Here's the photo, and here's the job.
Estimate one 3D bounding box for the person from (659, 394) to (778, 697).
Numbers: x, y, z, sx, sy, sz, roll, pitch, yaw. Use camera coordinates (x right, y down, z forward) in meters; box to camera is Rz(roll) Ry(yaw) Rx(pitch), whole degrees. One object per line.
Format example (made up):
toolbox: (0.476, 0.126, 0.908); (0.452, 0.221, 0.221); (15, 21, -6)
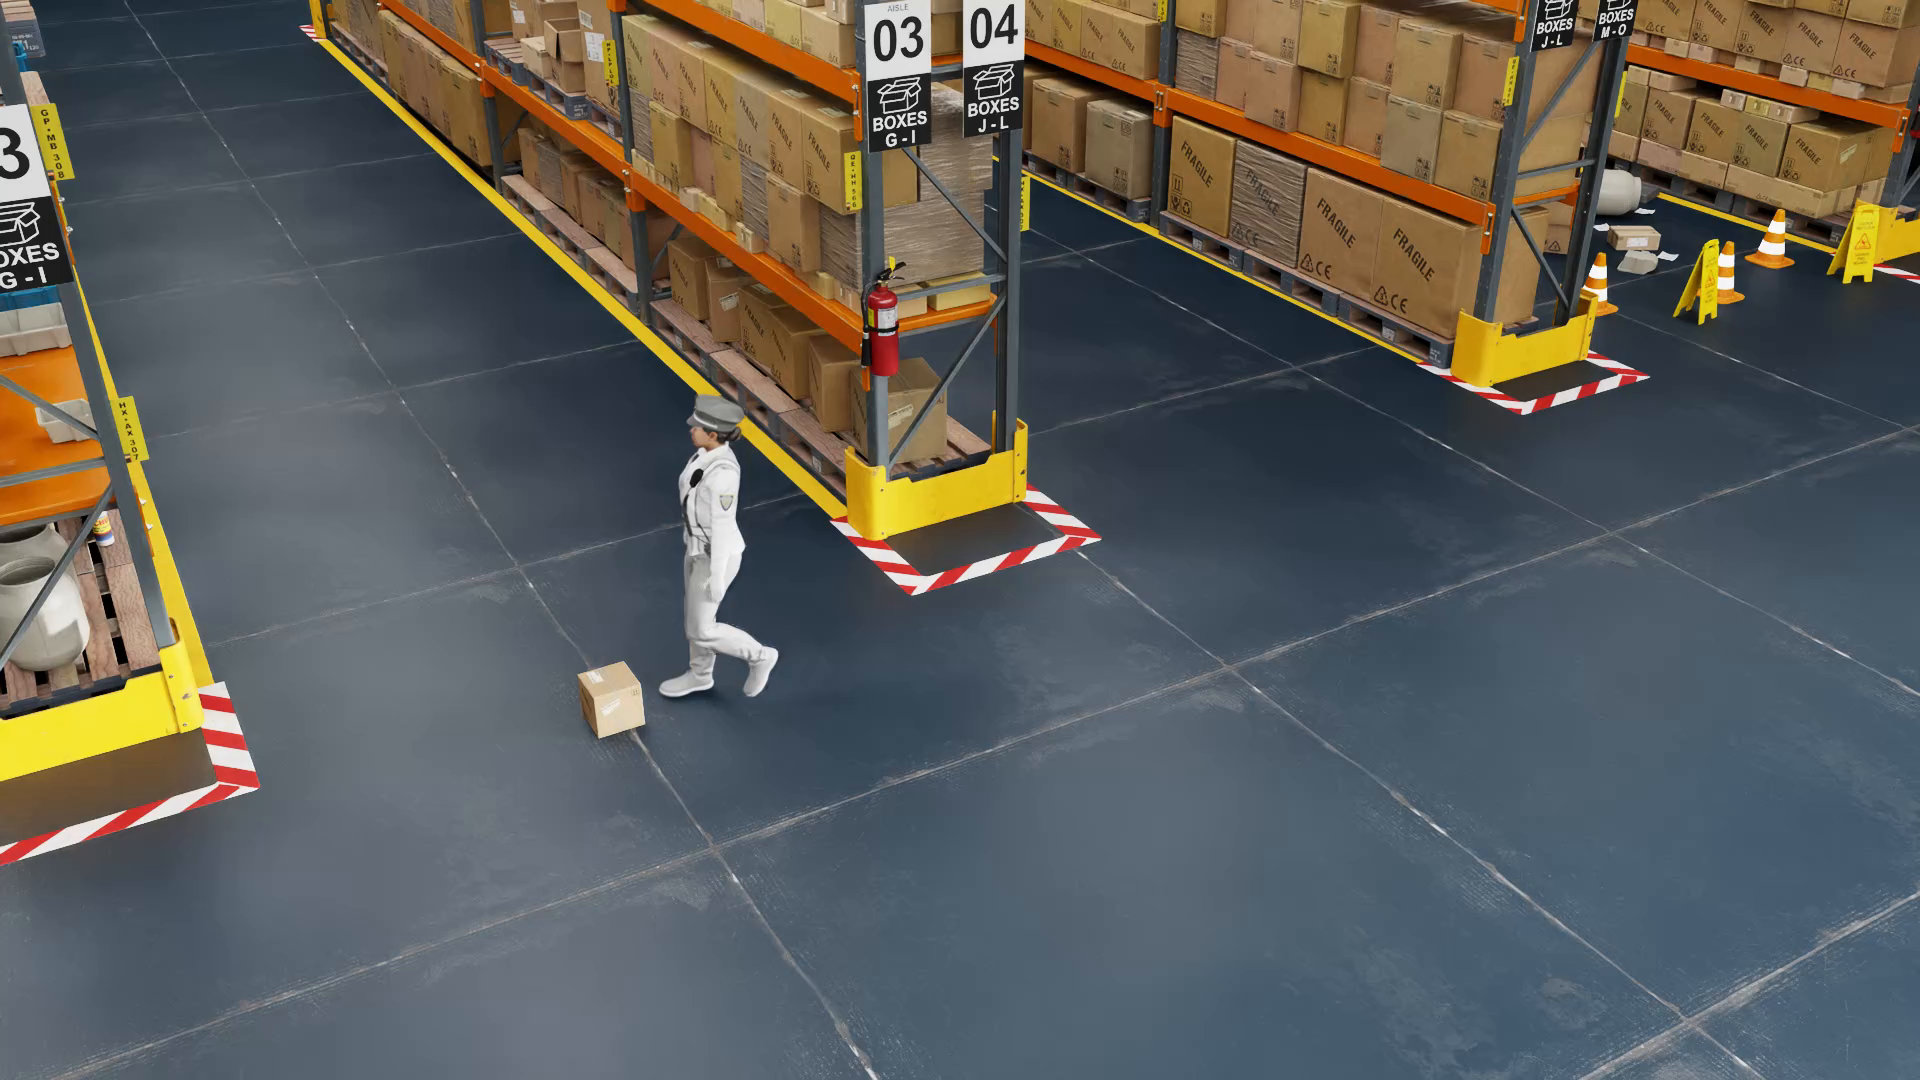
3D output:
person: (-1.272, 0.064, 8.366); (0.606, 1.683, 0.511); (-9, 30, -15)
